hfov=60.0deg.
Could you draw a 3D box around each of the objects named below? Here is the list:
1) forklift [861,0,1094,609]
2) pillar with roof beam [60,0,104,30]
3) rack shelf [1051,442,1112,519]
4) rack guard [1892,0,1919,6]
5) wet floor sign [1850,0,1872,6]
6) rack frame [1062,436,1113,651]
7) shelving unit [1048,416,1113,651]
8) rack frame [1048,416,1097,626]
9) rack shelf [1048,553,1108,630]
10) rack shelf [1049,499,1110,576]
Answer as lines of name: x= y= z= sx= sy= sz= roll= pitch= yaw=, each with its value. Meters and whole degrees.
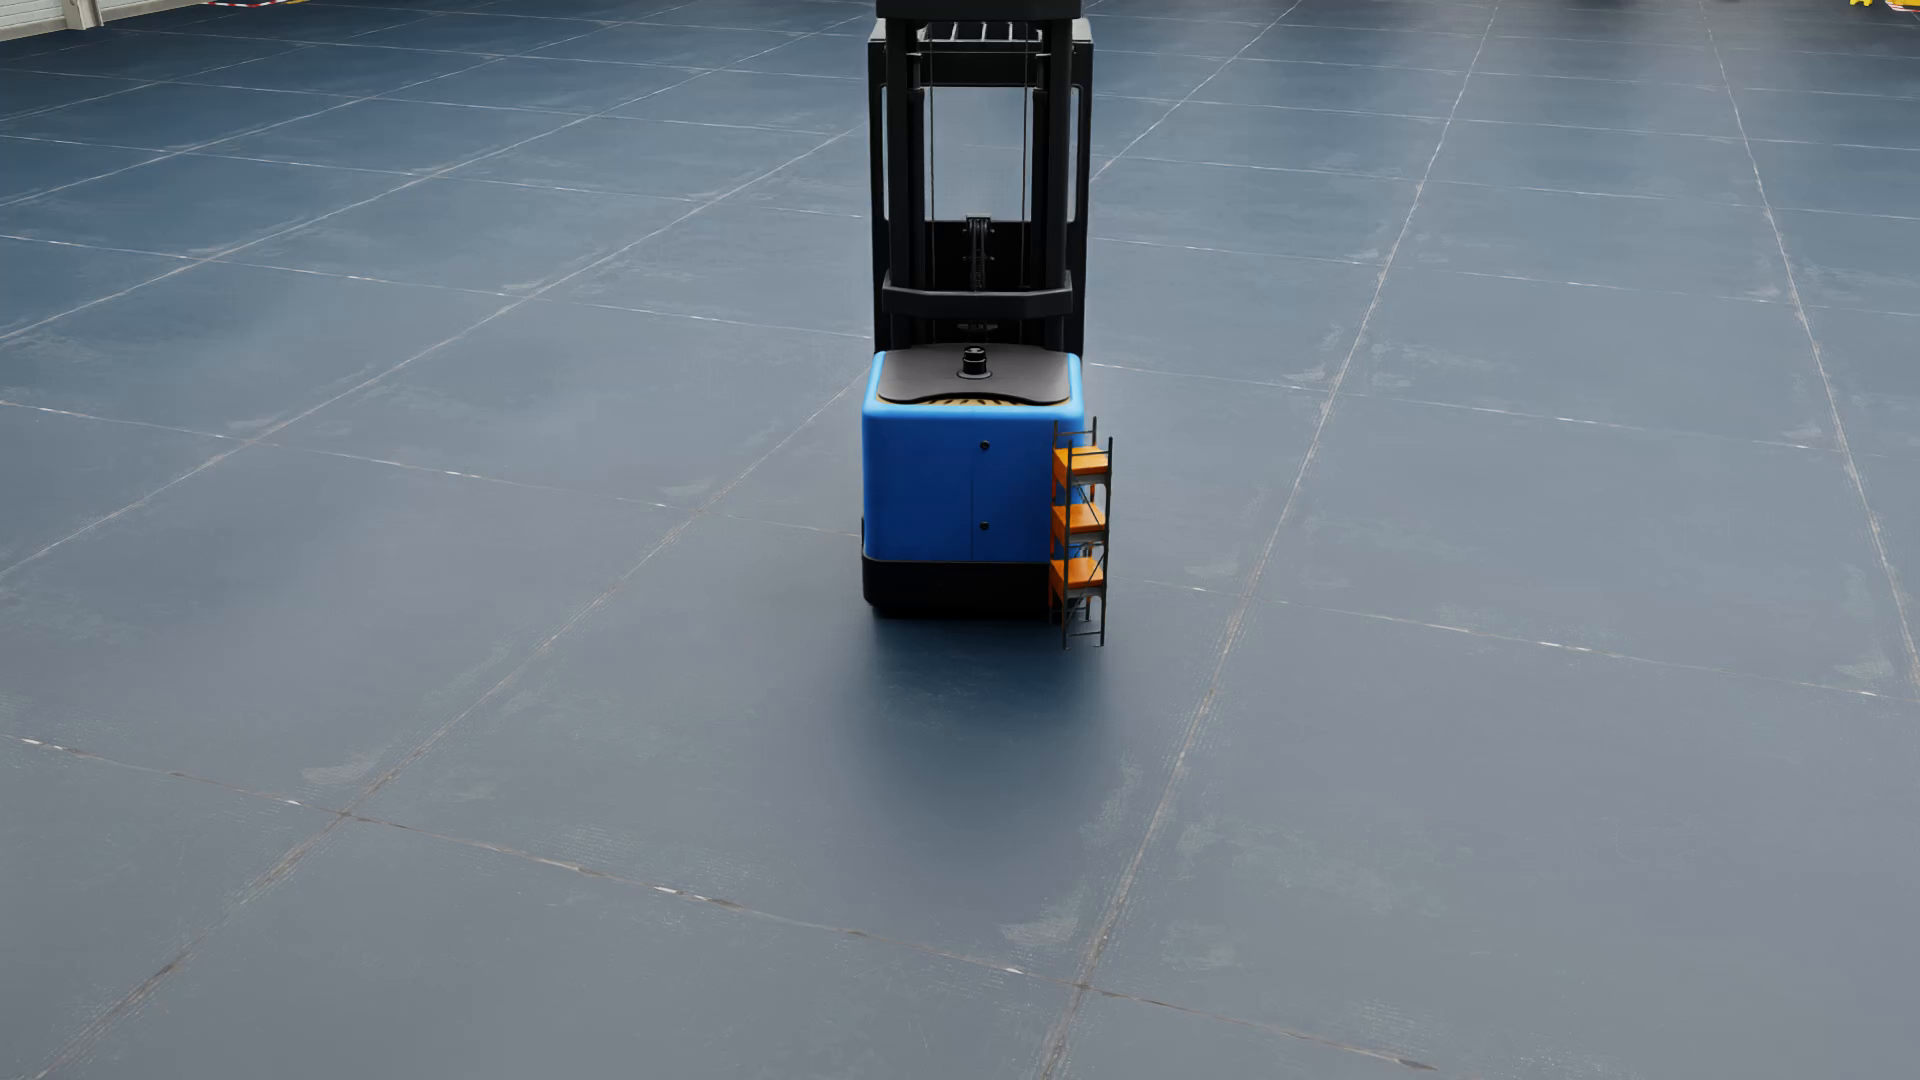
forklift: x=0.107 y=-1.592 z=8.675 sx=1.130 sy=2.935 sz=3.031 roll=1 pitch=26 yaw=2
pillar with roof beam: x=-8.619 y=-10.860 z=20.853 sx=9.100 sy=9.000 sz=0.400 roll=9 pitch=27 yaw=17
rack shelf: x=0.544 y=-0.269 z=7.473 sx=0.215 sy=0.259 sz=0.240 roll=-5 pitch=26 yaw=-11
rack guard: x=15.281 y=-8.616 z=25.972 sx=1.175 sy=0.500 sz=0.348 roll=9 pitch=27 yaw=17
wet floor sign: x=14.184 y=-8.727 z=26.035 sx=0.267 sy=0.644 sz=0.232 roll=20 pitch=32 yaw=35
rack frame: x=0.570 y=0.029 z=7.485 sx=0.200 sy=1.050 sz=0.008 roll=-5 pitch=26 yaw=-11
shelving unit: x=0.544 y=-0.023 z=7.593 sx=0.215 sy=1.050 sz=0.252 roll=-5 pitch=26 yaw=-11
rack frame: x=0.518 y=-0.075 z=7.700 sx=0.200 sy=1.050 sz=0.008 roll=-5 pitch=26 yaw=-11
rack shelf: x=0.544 y=0.237 z=7.718 sx=0.215 sy=0.259 sz=0.240 roll=-5 pitch=26 yaw=-11
rack shelf: x=0.544 y=-0.014 z=7.597 sx=0.215 sy=0.259 sz=0.240 roll=-5 pitch=26 yaw=-11
